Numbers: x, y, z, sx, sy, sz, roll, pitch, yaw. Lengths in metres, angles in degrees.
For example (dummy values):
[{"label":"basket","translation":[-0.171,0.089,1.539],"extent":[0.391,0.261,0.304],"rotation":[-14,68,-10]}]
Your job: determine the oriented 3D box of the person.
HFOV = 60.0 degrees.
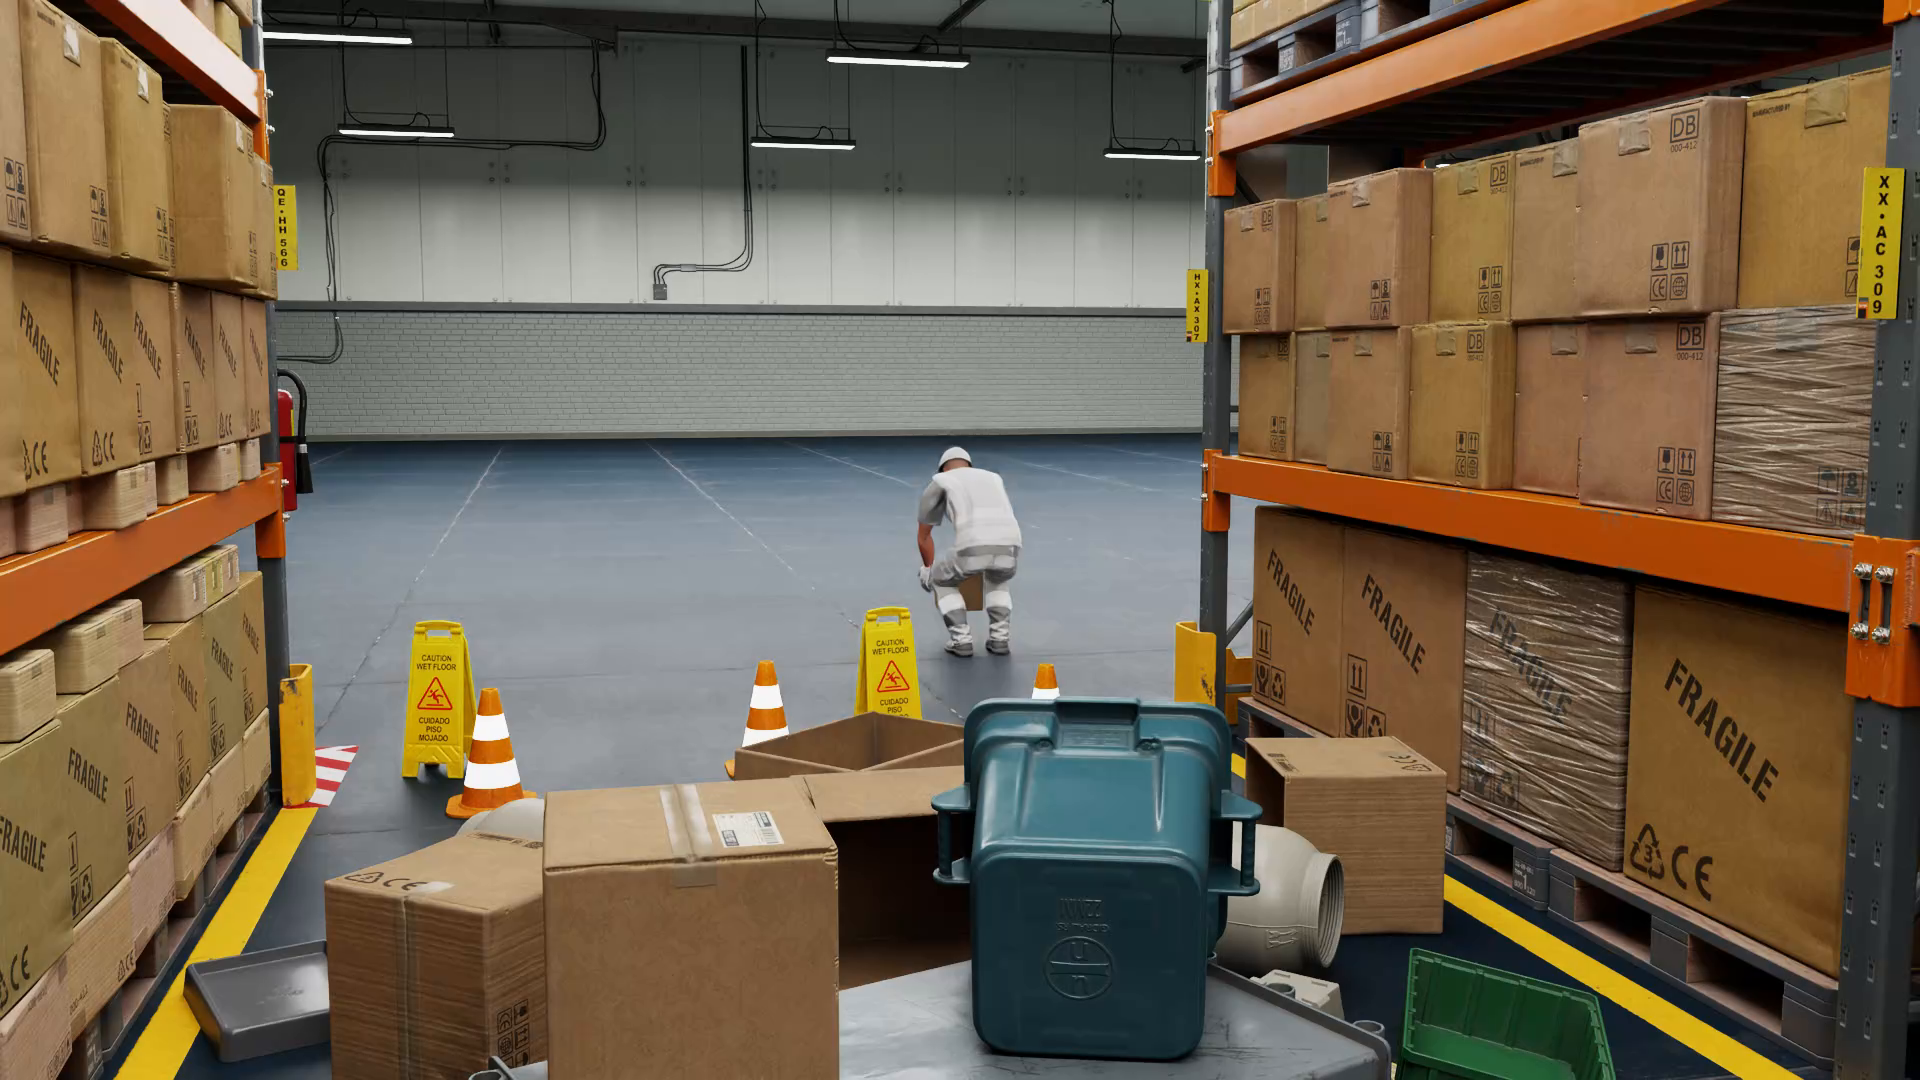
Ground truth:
[{"label":"person","translation":[0.053,0.062,9.946],"extent":[0.582,1.212,0.839],"rotation":[-1,6,-14]}]
